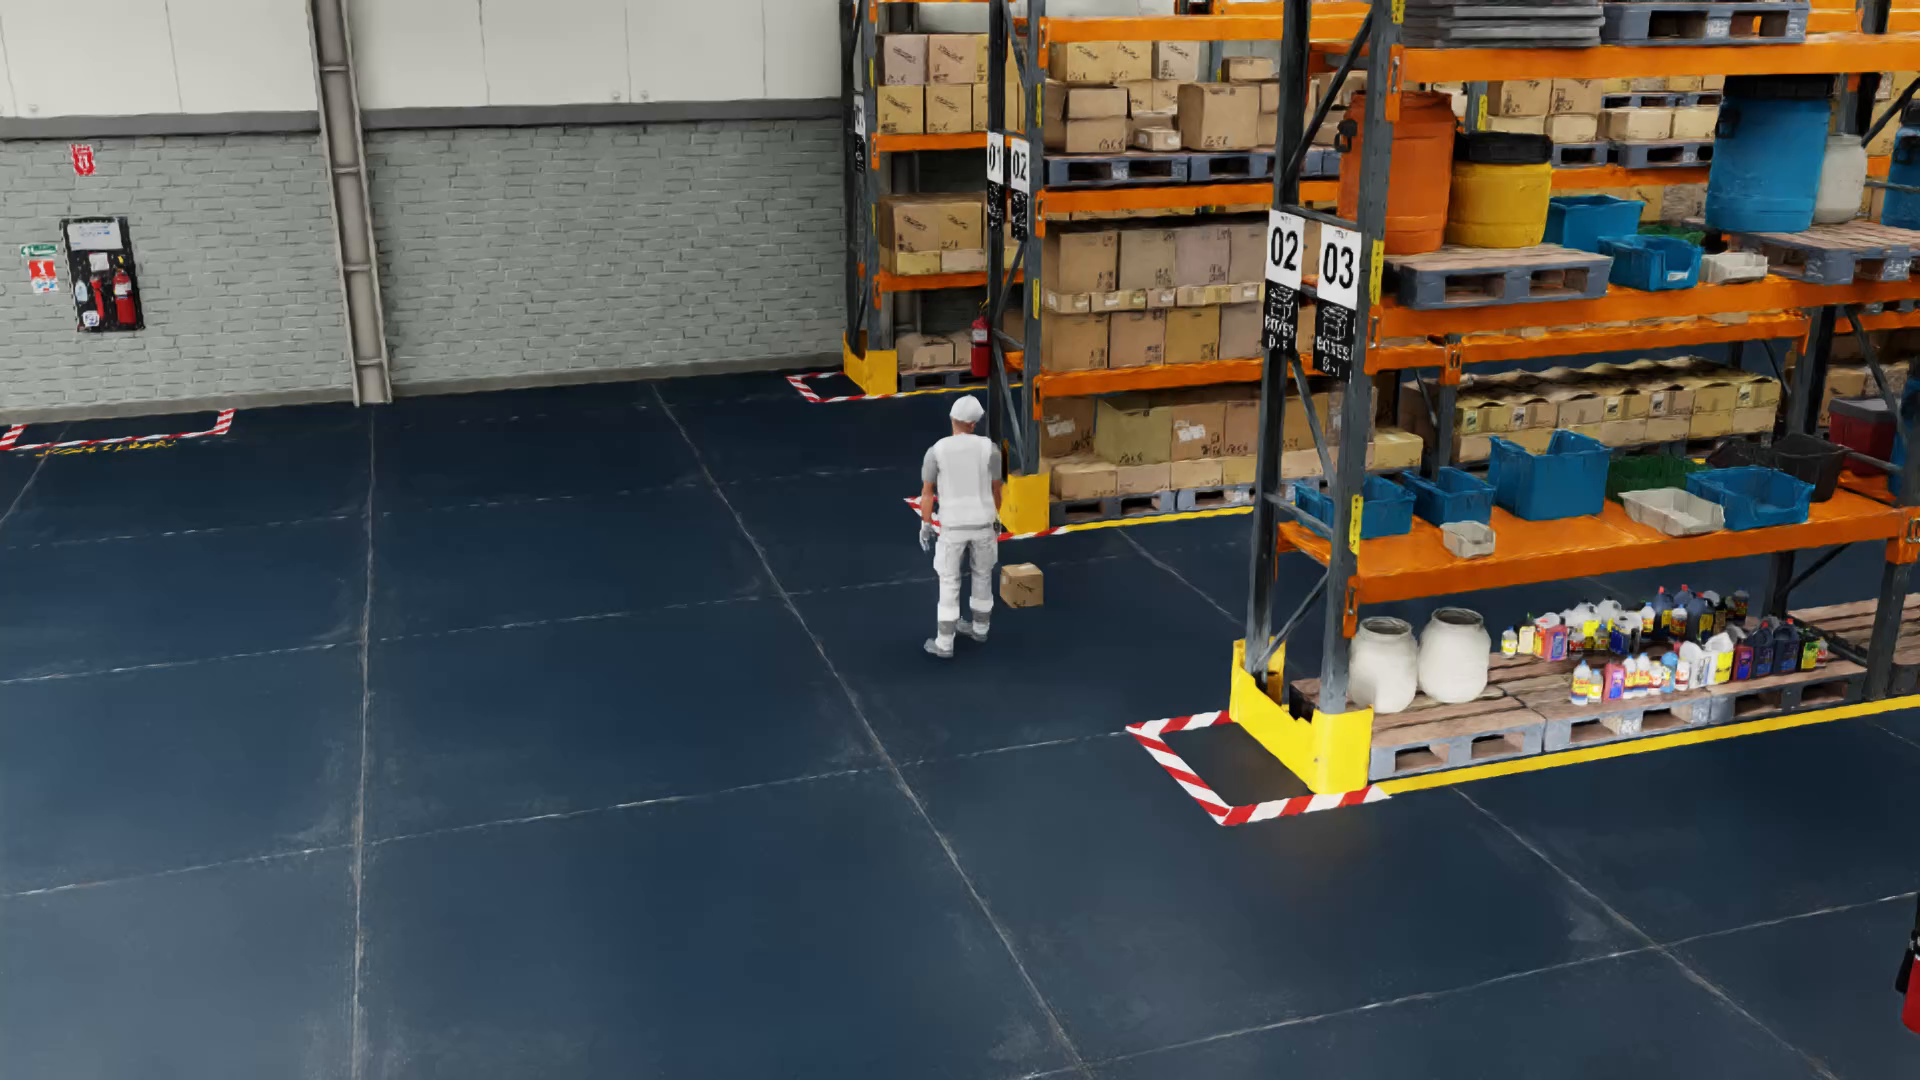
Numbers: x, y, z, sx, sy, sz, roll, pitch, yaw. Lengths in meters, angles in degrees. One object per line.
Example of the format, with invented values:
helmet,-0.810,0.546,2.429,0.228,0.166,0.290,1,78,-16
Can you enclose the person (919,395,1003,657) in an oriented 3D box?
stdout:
person,0.005,-0.115,11.303,0.578,1.794,0.526,-2,19,-5
